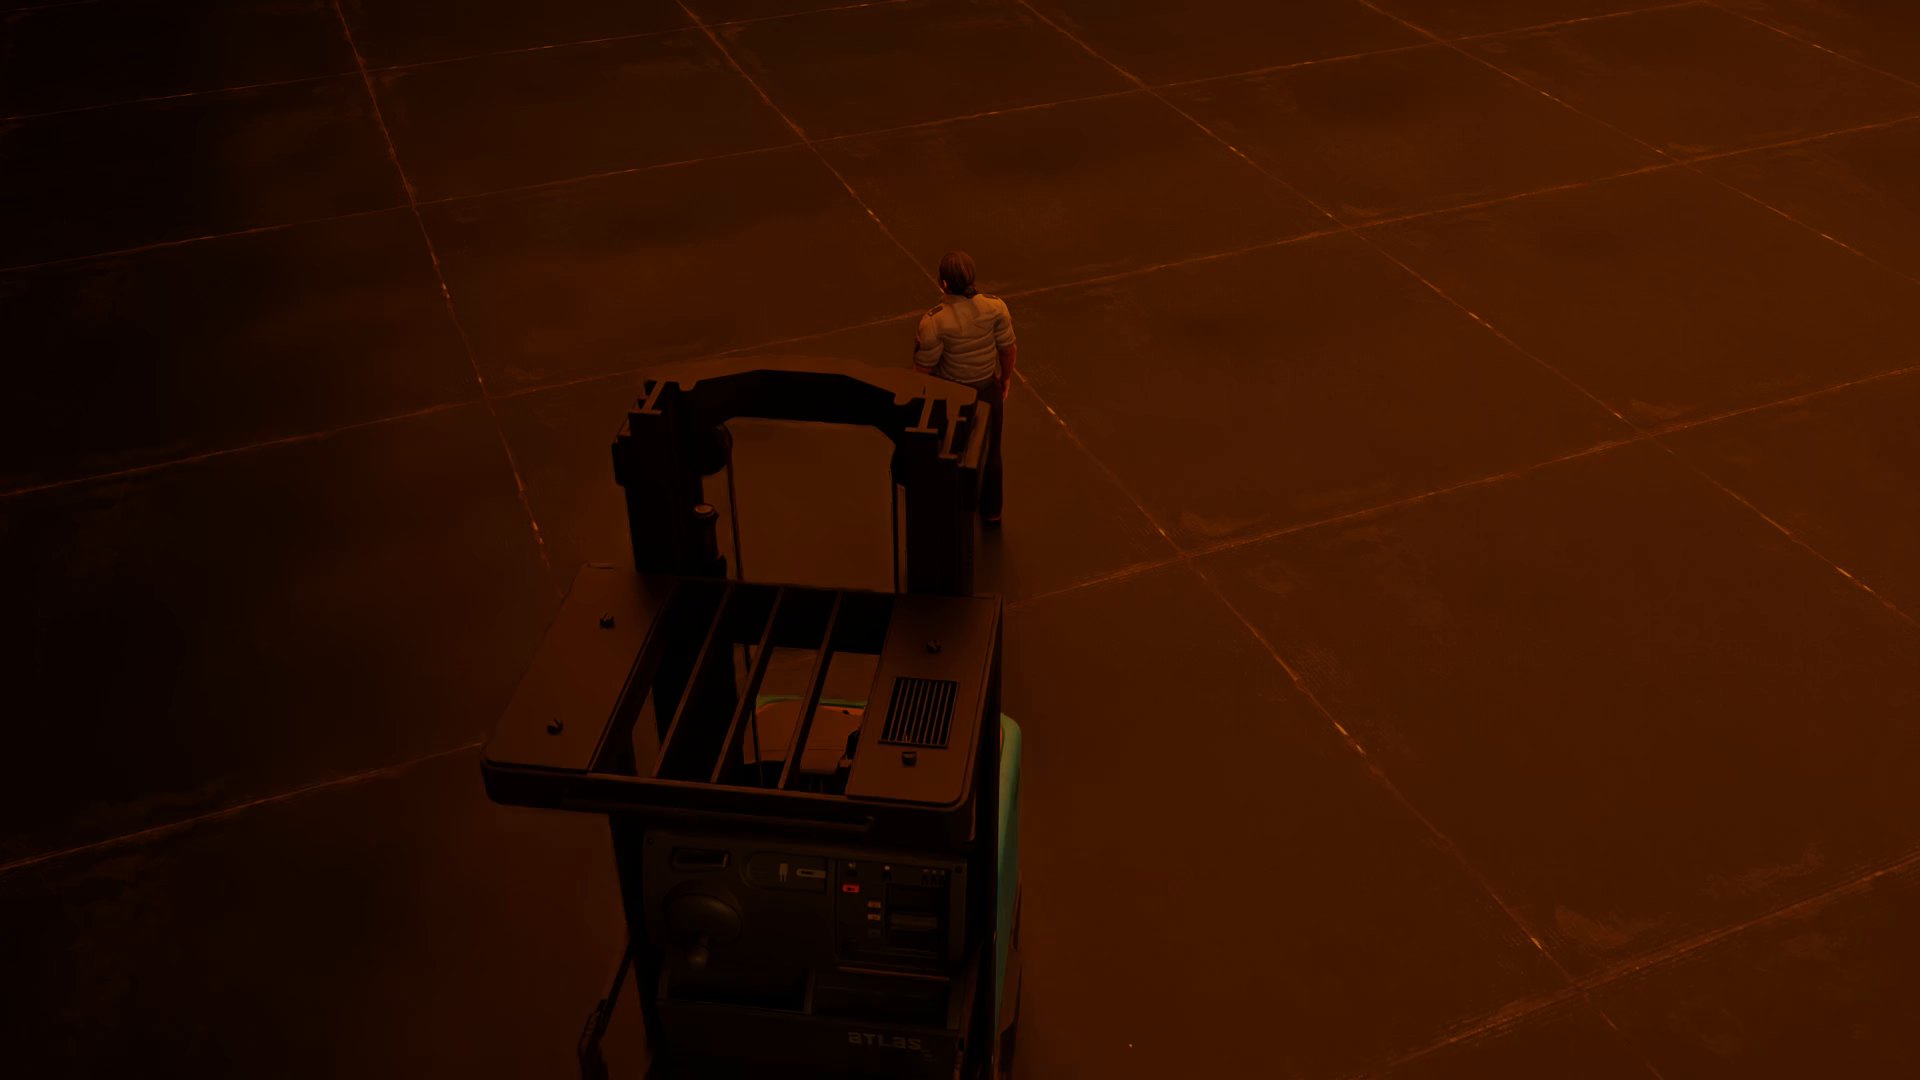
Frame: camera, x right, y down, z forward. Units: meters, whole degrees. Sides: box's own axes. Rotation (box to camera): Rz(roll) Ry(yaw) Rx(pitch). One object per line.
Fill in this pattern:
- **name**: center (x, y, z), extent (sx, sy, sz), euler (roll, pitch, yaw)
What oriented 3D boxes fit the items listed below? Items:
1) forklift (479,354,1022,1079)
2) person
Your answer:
- **forklift**: center (-0.469, 1.107, 4.541), extent (1.130, 2.935, 3.031), euler (4, 36, 6)
- **person**: center (-0.014, -0.731, 8.220), extent (0.598, 1.651, 0.503), euler (-14, 38, -19)
